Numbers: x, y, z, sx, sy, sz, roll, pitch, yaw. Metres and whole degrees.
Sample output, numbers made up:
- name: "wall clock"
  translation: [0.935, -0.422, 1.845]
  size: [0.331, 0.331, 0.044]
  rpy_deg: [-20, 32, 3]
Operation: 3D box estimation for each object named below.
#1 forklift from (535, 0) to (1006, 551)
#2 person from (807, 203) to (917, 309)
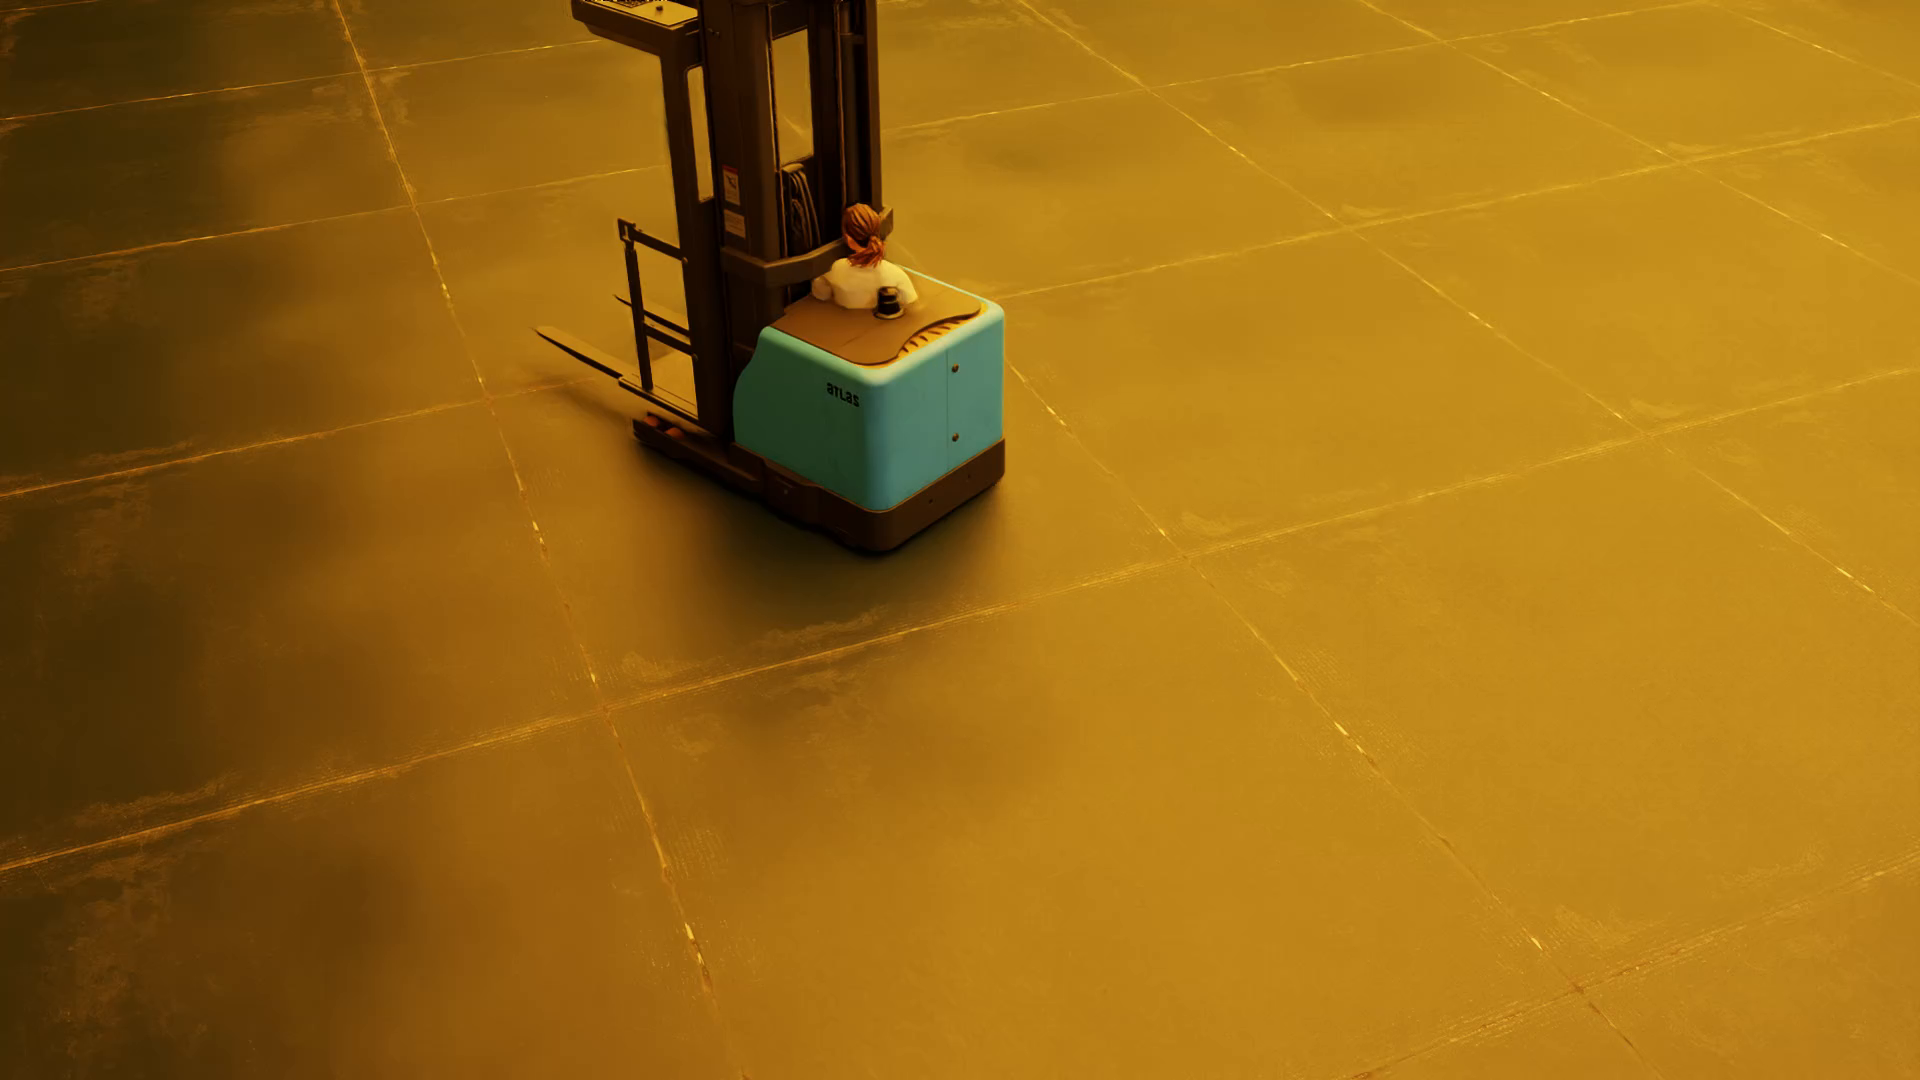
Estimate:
- name: "forklift"
  translation: [-1.201, -1.857, 8.710]
  size: [3.031, 2.935, 1.130]
  rpy_deg: [27, 43, 32]
- name: "person"
  translation: [-0.488, -1.072, 8.764]
  size: [0.641, 1.601, 0.756]
  rpy_deg: [2, 35, 2]
